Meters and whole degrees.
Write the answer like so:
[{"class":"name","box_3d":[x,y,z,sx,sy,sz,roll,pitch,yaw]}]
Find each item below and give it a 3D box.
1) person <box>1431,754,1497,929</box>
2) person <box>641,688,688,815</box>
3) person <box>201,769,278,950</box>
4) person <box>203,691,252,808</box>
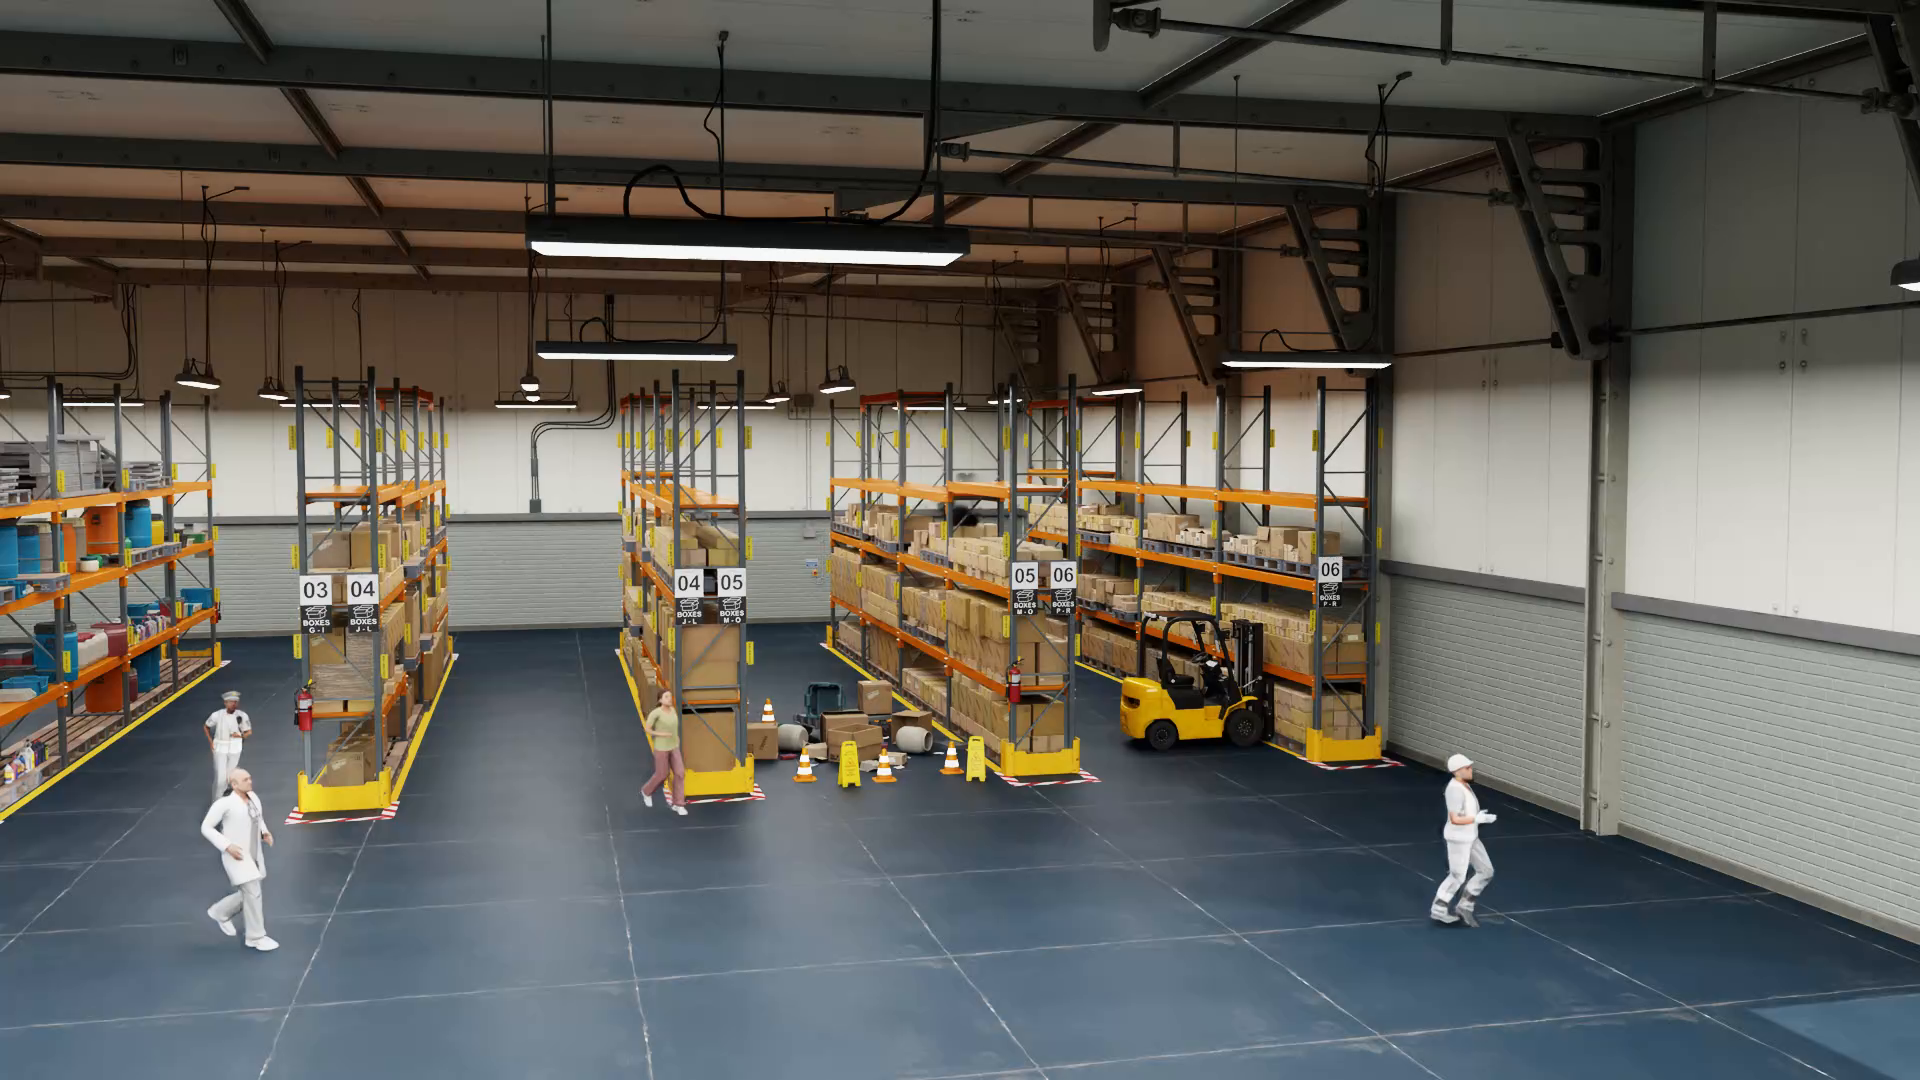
[{"class":"person","box_3d":[5.181,3.097,17.031,0.681,1.809,0.635,2,4,34]},{"class":"person","box_3d":[-3.982,2.831,22.374,0.846,1.685,0.599,3,4,38]},{"class":"person","box_3d":[-7.130,3.141,16.426,0.860,1.771,0.711,1,4,15]},{"class":"person","box_3d":[-9.814,2.869,22.288,0.584,1.728,0.675,-3,4,-38]}]
